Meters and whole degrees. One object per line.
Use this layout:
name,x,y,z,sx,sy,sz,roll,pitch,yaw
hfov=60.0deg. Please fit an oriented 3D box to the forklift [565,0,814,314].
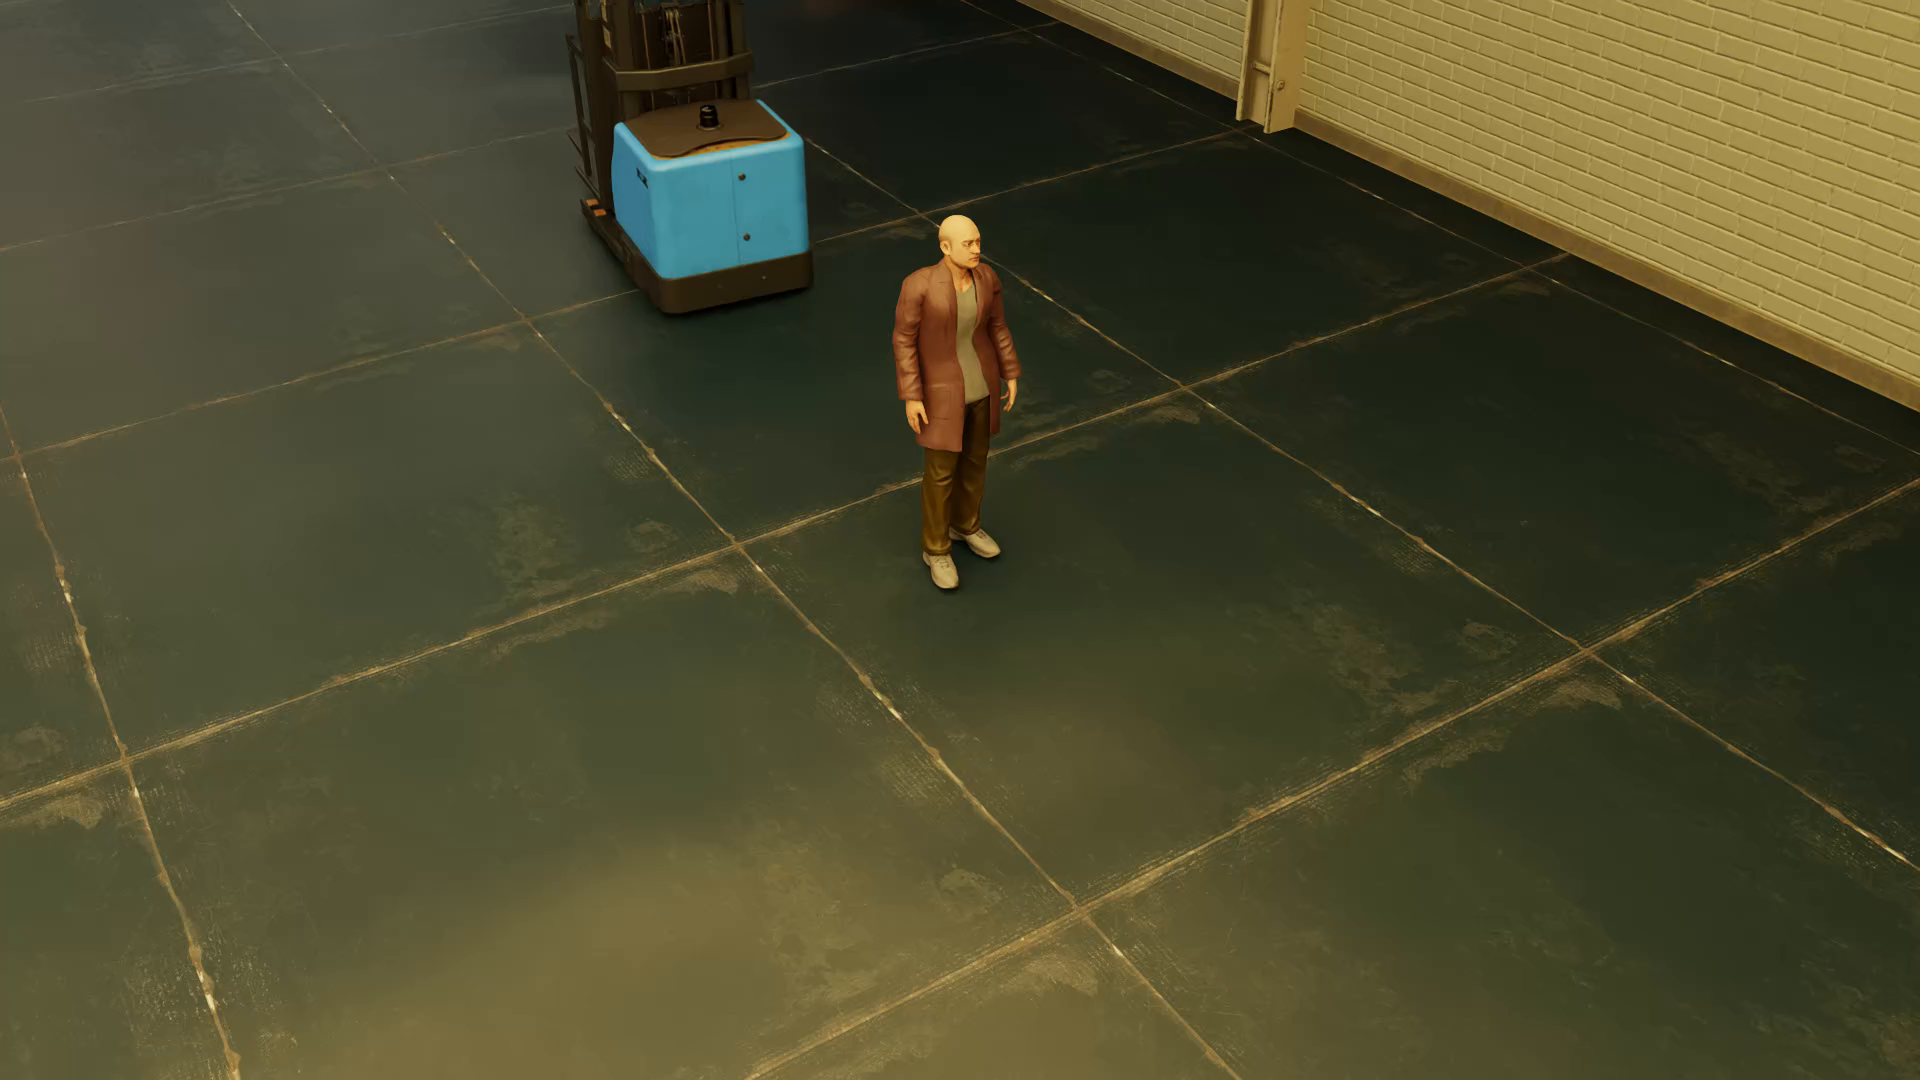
forklift,-2.066,-3.479,11.100,1.130,2.935,3.031,-16,38,-21

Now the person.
person,0.045,-0.688,8.117,0.696,1.776,0.582,-21,40,-27
